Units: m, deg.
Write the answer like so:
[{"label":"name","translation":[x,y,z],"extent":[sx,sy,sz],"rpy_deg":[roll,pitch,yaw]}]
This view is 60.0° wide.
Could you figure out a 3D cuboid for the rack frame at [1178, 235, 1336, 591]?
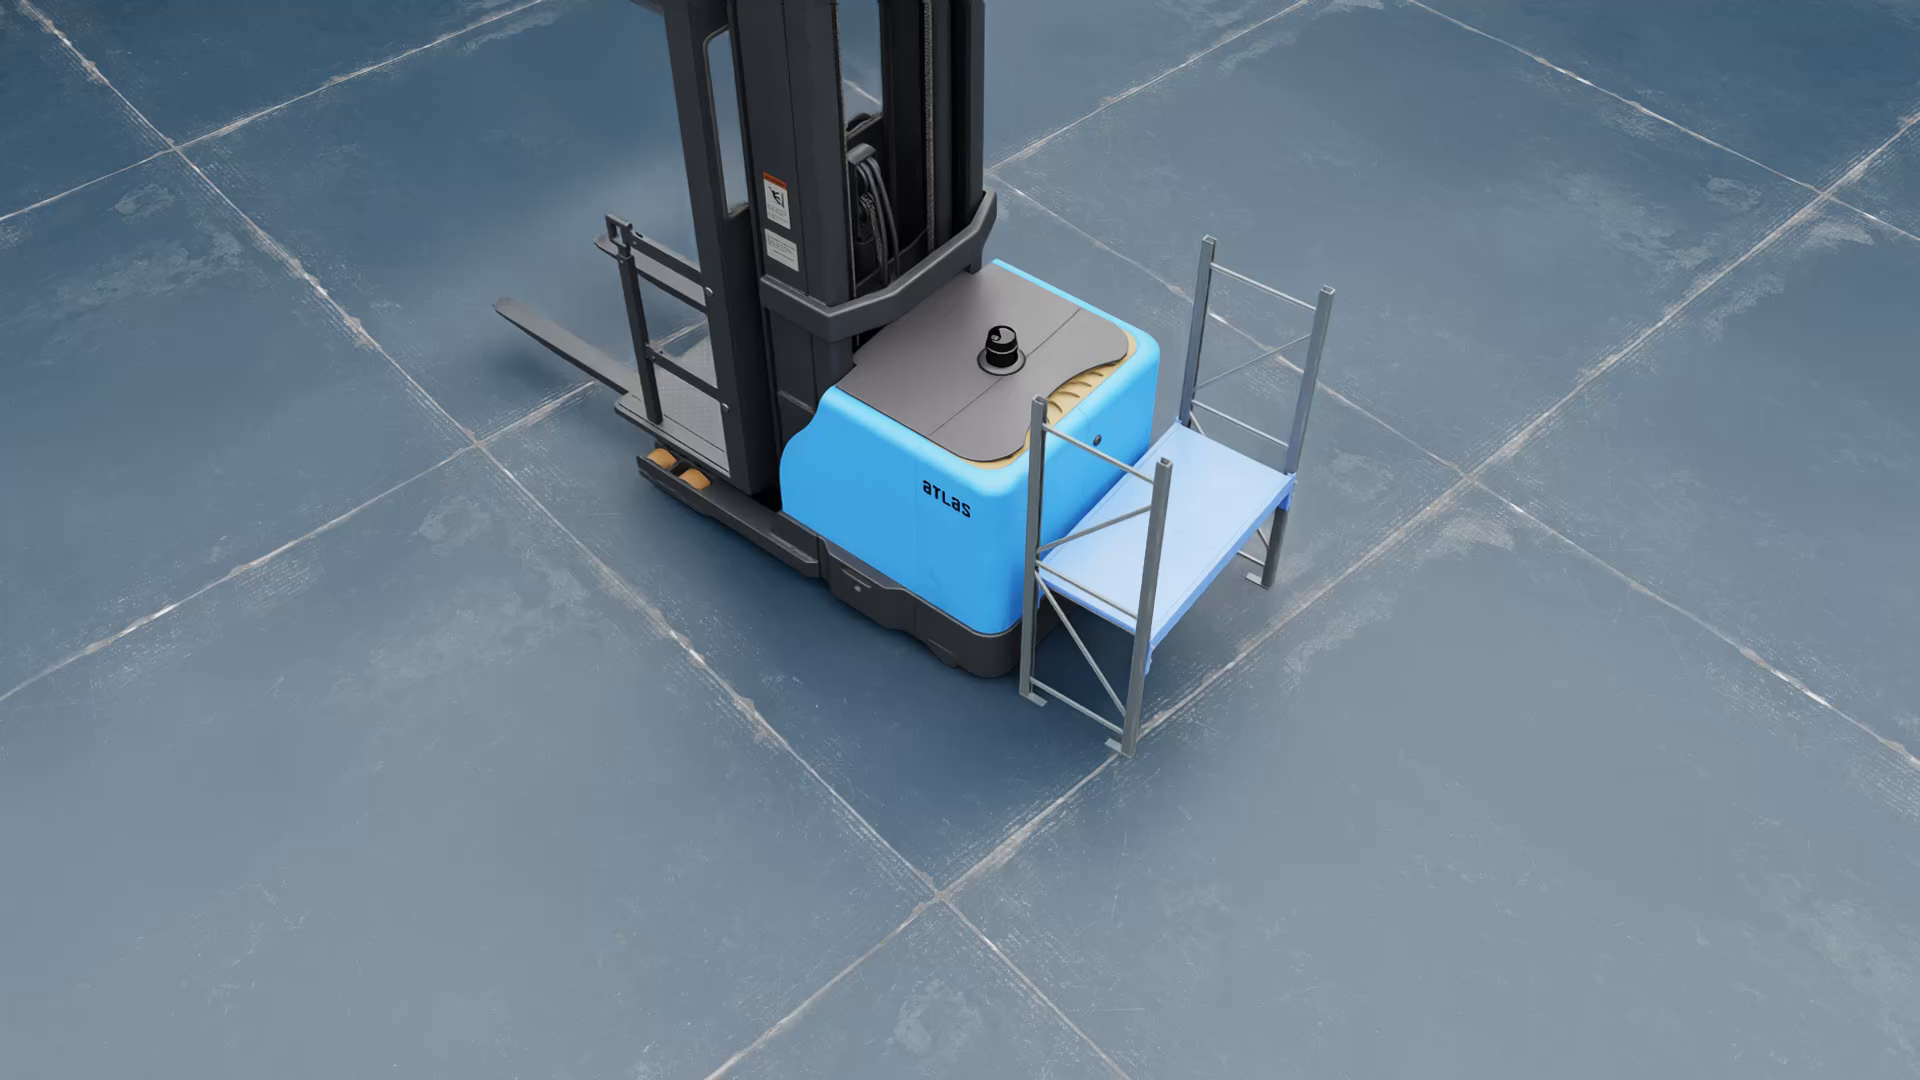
[{"label":"rack frame","translation":[1.041,-0.425,6.175],"extent":[0.500,1.500,0.032],"rpy_deg":[29,54,24]}]

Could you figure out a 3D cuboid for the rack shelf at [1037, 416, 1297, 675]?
[{"label":"rack shelf","translation":[0.736,-0.004,6.031],"extent":[0.538,0.185,1.000],"rpy_deg":[29,54,24]}]

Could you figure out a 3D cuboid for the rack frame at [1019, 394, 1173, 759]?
[{"label":"rack frame","translation":[0.431,0.173,5.623],"extent":[0.500,1.500,0.032],"rpy_deg":[29,54,24]}]

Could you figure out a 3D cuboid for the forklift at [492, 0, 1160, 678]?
[{"label":"forklift","translation":[-0.721,-1.397,6.098],"extent":[3.031,2.935,1.130],"rpy_deg":[31,54,25]}]

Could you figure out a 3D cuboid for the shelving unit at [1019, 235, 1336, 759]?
[{"label":"shelving unit","translation":[0.736,-0.126,5.899],"extent":[0.538,1.500,1.048],"rpy_deg":[29,54,24]}]
